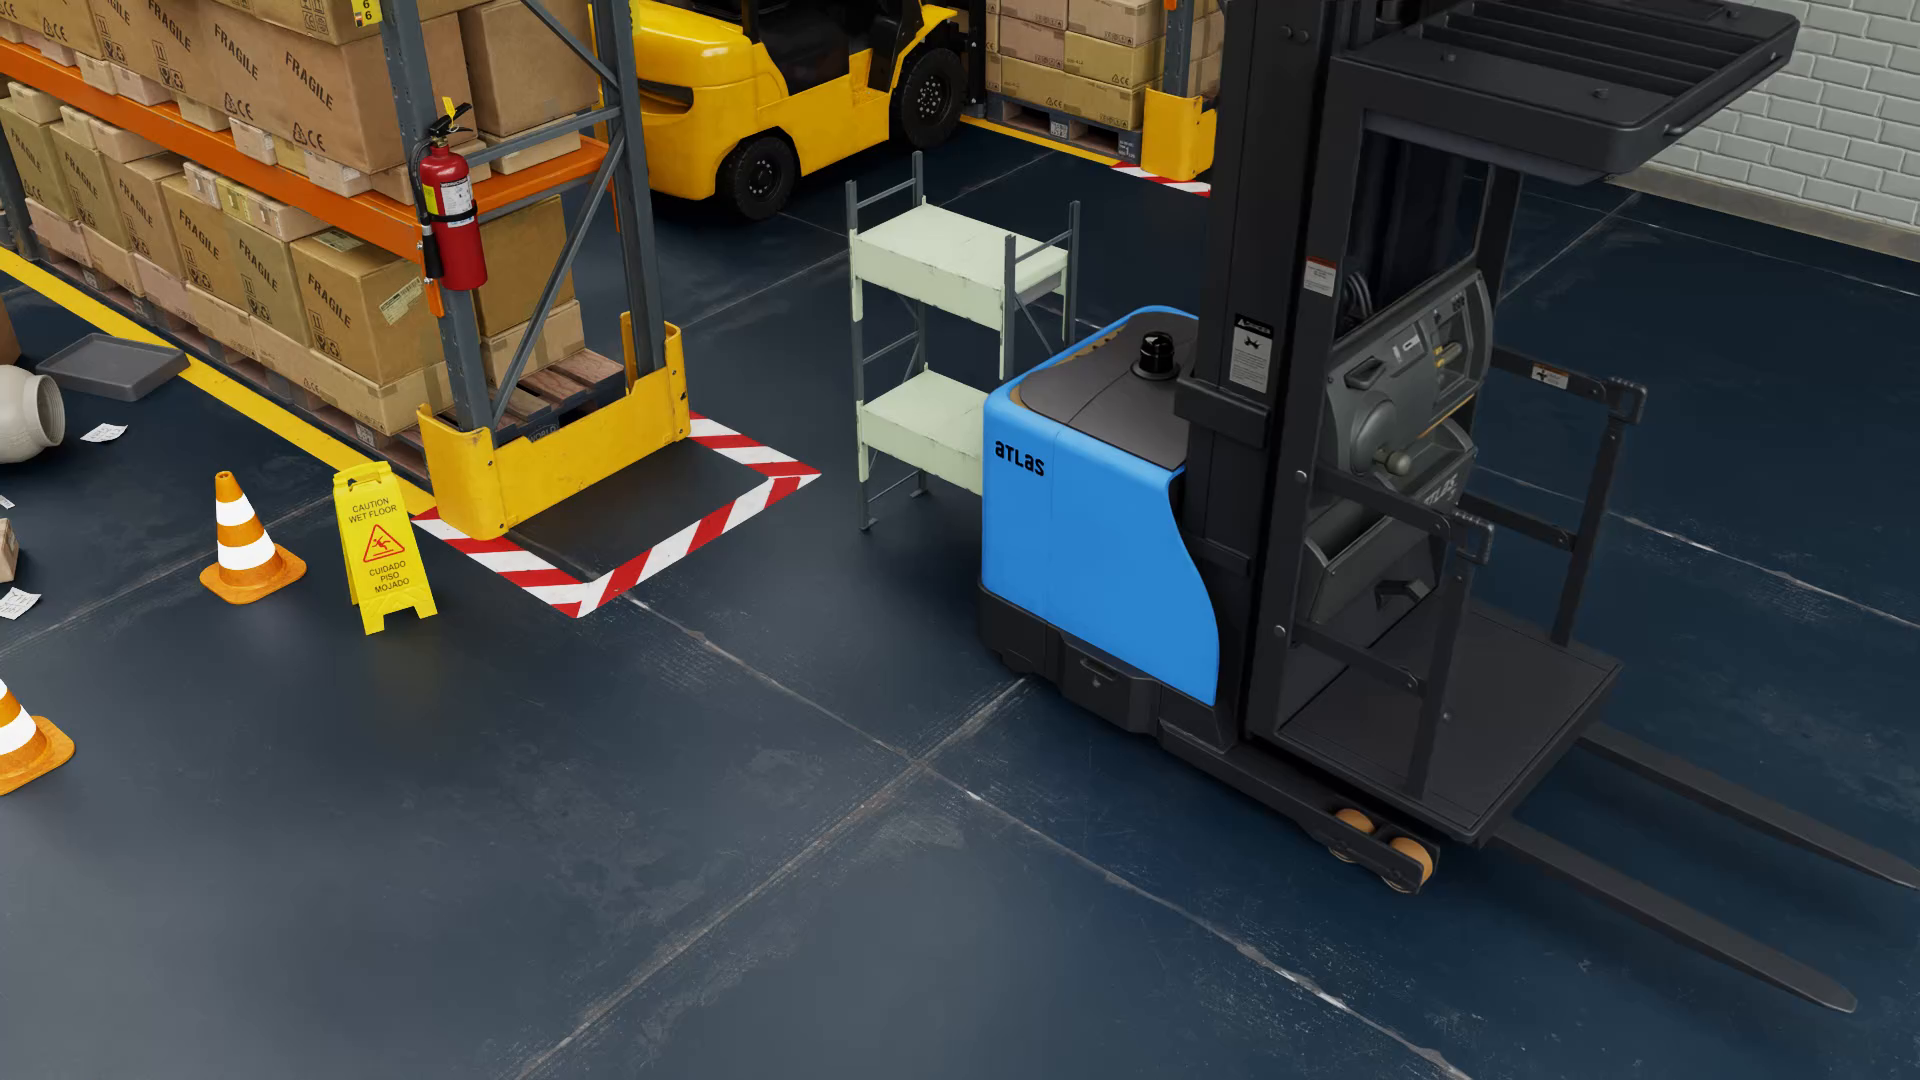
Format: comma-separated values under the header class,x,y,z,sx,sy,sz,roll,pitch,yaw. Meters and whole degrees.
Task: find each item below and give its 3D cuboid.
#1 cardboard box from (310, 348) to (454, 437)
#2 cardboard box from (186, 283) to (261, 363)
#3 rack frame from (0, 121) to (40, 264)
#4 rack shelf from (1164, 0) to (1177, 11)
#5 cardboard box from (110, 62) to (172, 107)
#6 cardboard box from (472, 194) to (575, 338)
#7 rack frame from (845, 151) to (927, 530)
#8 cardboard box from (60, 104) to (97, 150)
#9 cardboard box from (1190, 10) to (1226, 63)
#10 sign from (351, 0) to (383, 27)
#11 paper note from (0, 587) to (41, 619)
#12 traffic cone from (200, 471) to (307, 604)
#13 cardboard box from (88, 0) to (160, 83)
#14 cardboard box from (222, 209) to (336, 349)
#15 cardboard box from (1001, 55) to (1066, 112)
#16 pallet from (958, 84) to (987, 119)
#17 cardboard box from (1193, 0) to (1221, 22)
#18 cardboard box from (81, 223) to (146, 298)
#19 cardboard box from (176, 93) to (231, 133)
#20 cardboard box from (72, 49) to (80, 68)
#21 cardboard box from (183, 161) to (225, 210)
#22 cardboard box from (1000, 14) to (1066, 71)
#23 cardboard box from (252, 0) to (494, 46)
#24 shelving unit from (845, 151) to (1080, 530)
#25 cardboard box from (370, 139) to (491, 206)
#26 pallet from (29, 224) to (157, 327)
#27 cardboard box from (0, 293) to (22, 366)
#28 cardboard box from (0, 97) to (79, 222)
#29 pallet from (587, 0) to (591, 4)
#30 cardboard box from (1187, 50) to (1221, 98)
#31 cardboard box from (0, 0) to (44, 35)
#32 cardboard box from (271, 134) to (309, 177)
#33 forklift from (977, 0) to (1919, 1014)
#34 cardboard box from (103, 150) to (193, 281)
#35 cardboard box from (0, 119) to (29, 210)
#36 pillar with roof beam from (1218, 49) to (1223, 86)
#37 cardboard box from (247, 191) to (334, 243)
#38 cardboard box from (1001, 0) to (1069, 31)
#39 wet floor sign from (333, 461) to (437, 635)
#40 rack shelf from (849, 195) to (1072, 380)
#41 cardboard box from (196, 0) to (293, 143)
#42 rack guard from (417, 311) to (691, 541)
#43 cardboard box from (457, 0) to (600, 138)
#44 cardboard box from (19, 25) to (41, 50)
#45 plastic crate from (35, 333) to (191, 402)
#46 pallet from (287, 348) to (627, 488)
class,x,y,z,sx,sy,sz,roll,pitch,yaw
cardboard box,-2.439,-0.731,7.223,0.500,0.250,0.500,25,42,32
cardboard box,-3.219,-1.101,7.761,0.500,0.250,0.500,24,41,30
rack frame,-4.701,-2.956,8.405,0.127,3.000,1.000,25,42,32
rack shelf,0.009,-4.096,10.700,4.000,0.370,1.077,25,42,32
cardboard box,-3.475,-2.052,7.311,0.250,0.149,0.380,25,42,32
cardboard box,-2.089,-1.277,7.355,0.500,0.500,0.500,24,41,30
rack frame,-0.276,-0.748,6.515,0.023,1.500,0.400,25,42,32
cardboard box,-3.967,-1.984,7.812,0.250,0.149,0.380,27,43,33
cardboard box,1.318,-3.175,10.339,0.500,0.250,0.500,26,42,33
sign,-1.997,-1.881,5.537,0.005,0.325,0.100,25,42,32
paper note,-3.627,0.240,6.373,0.142,0.019,0.148,12,36,16
traffic cone,-2.783,-0.056,6.423,0.334,0.463,0.336,25,42,32
cardboard box,-3.362,-2.306,7.107,0.500,0.500,0.500,26,42,32
cardboard box,-2.813,-1.220,7.273,0.500,0.500,0.500,27,43,33
cardboard box,0.607,-2.925,10.417,0.500,0.250,0.500,25,42,32
pallet,-0.002,-3.220,11.252,1.213,0.211,1.003,25,42,32
cardboard box,1.298,-3.377,10.192,0.500,0.250,0.500,25,41,31
cardboard box,-4.003,-1.476,8.308,0.500,0.250,0.500,28,43,34
cardboard box,-3.079,-1.879,7.058,0.250,0.149,0.380,25,42,31
cardboard box,-3.820,-2.259,7.612,0.250,0.149,0.380,25,42,32
cardboard box,-3.127,-1.593,7.242,0.250,0.149,0.380,27,43,34
cardboard box,0.593,-3.141,10.290,0.500,0.250,0.500,25,42,31
cardboard box,-2.159,-2.173,6.031,0.500,0.500,0.700,24,41,31
shelving unit,0.005,-0.616,6.322,0.755,1.500,0.431,25,42,32
cardboard box,-2.051,-1.446,6.428,0.250,0.149,0.380,27,43,33
pallet,-4.162,-1.579,8.863,1.213,0.211,1.003,25,42,32
cardboard box,-4.748,-0.947,7.685,0.500,0.500,0.500,-6,35,-8
cardboard box,-4.420,-1.974,8.370,0.500,0.500,0.500,27,43,34
pallet,-2.119,-4.218,12.705,1.213,0.211,1.003,25,42,32
cardboard box,1.294,-2.971,10.484,0.500,0.250,0.500,25,42,32
cardboard box,-4.141,-2.668,7.634,0.500,0.500,0.500,25,42,32
cardboard box,-2.500,-1.592,6.640,0.250,0.149,0.380,24,41,31
forklift,1.498,-0.455,4.823,3.031,2.935,1.130,27,43,33
cardboard box,-3.604,-1.596,7.821,0.500,0.500,0.500,28,43,34
cardboard box,-5.106,-2.235,9.305,0.625,0.372,0.950,26,42,32
pillar with roof beam,-1.167,-4.913,5.954,0.400,9.000,9.100,25,42,32
cardboard box,-2.735,-1.404,6.967,0.250,0.149,0.380,27,43,33
cardboard box,0.596,-3.334,10.129,0.500,0.250,0.500,26,42,33
wet floor sign,-2.166,-0.003,6.184,0.267,0.644,0.232,-18,38,-25
rack shelf,0.005,-0.938,6.101,0.720,0.370,0.431,25,42,32
cardboard box,-2.602,-1.931,6.561,0.500,0.500,0.500,25,42,32
rack guard,-1.685,-0.504,7.043,0.348,0.500,1.175,25,42,32
cardboard box,-1.813,-1.963,6.608,0.500,0.500,0.500,25,41,31
cardboard box,-4.213,-2.447,7.886,0.250,0.149,0.380,25,42,32
plastic crate,-4.019,-0.827,7.884,0.583,0.080,0.402,12,36,16
pallet,-2.287,-0.695,7.576,1.213,0.211,1.003,25,42,32
